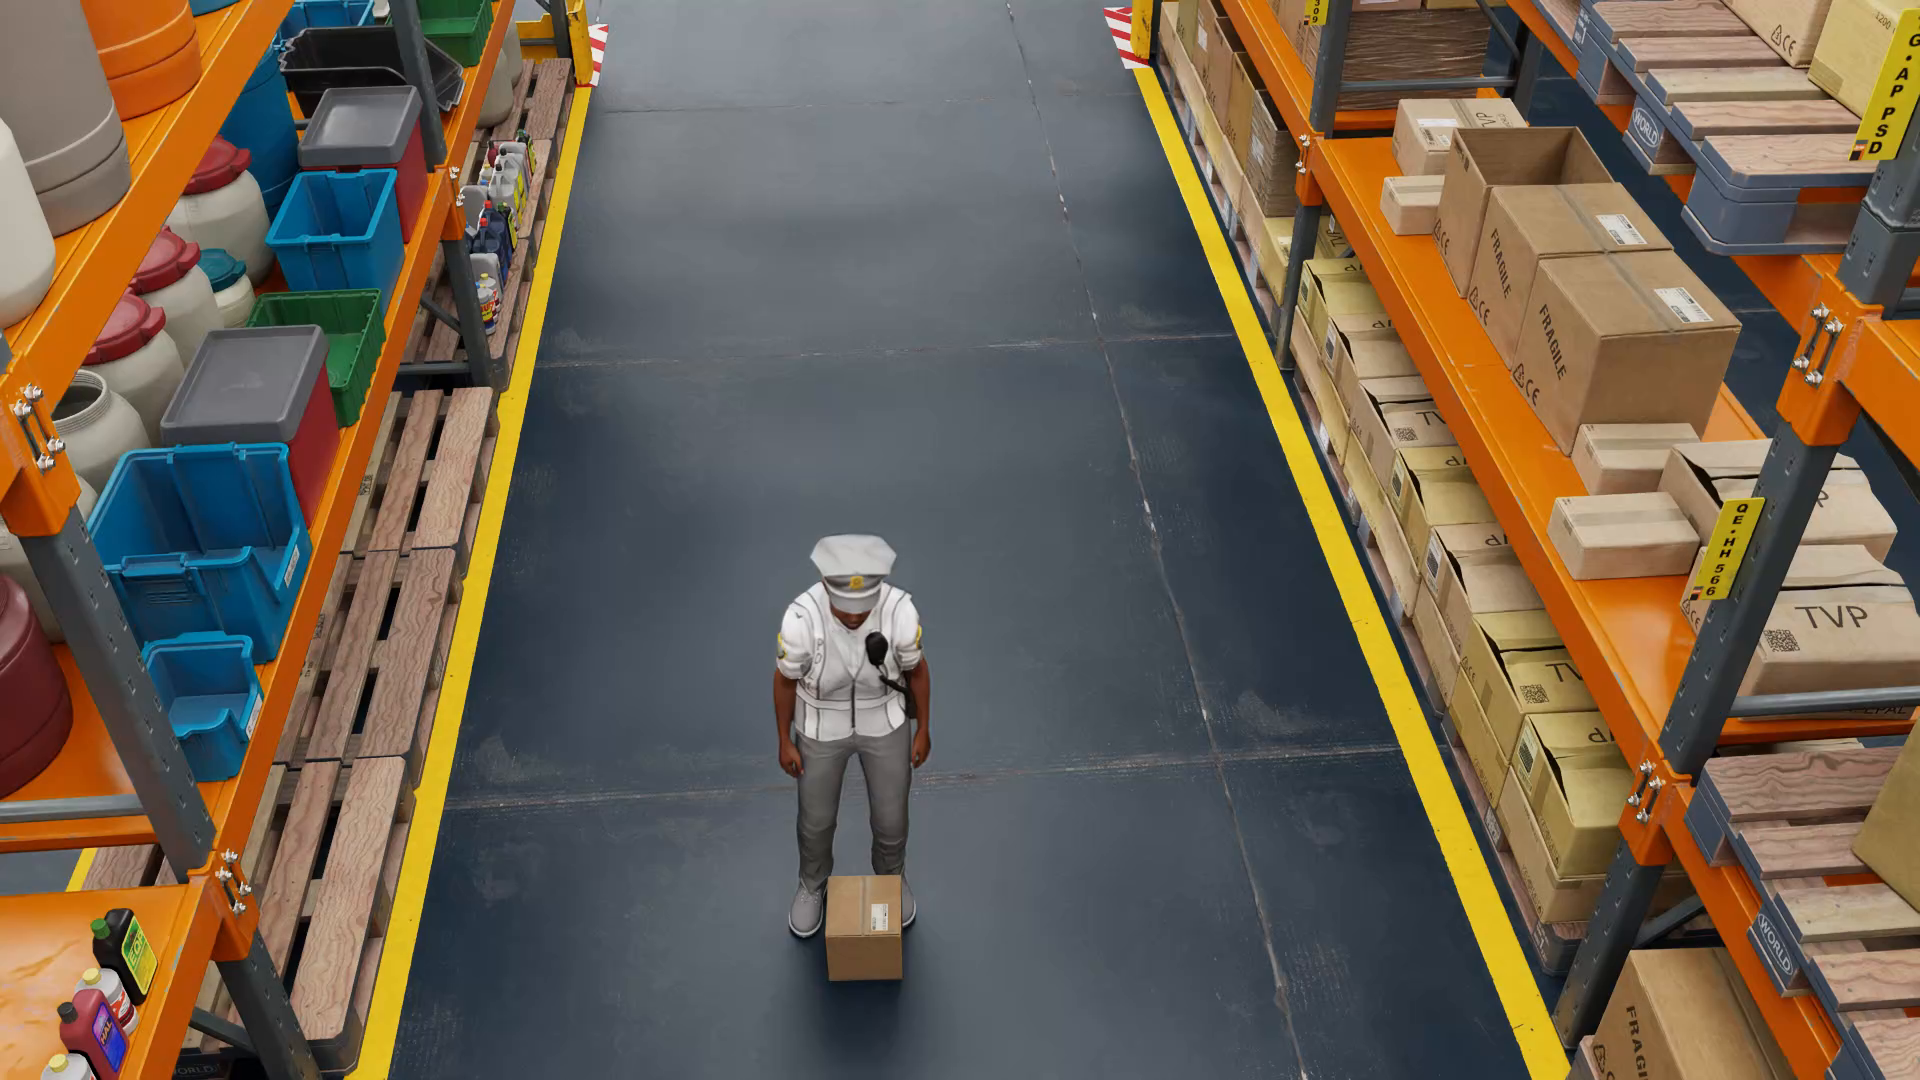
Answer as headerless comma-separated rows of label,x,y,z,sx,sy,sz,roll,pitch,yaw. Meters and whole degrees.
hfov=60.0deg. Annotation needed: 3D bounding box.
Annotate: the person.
person,-0.351,0.629,5.389,0.518,1.658,0.399,-4,40,-5
